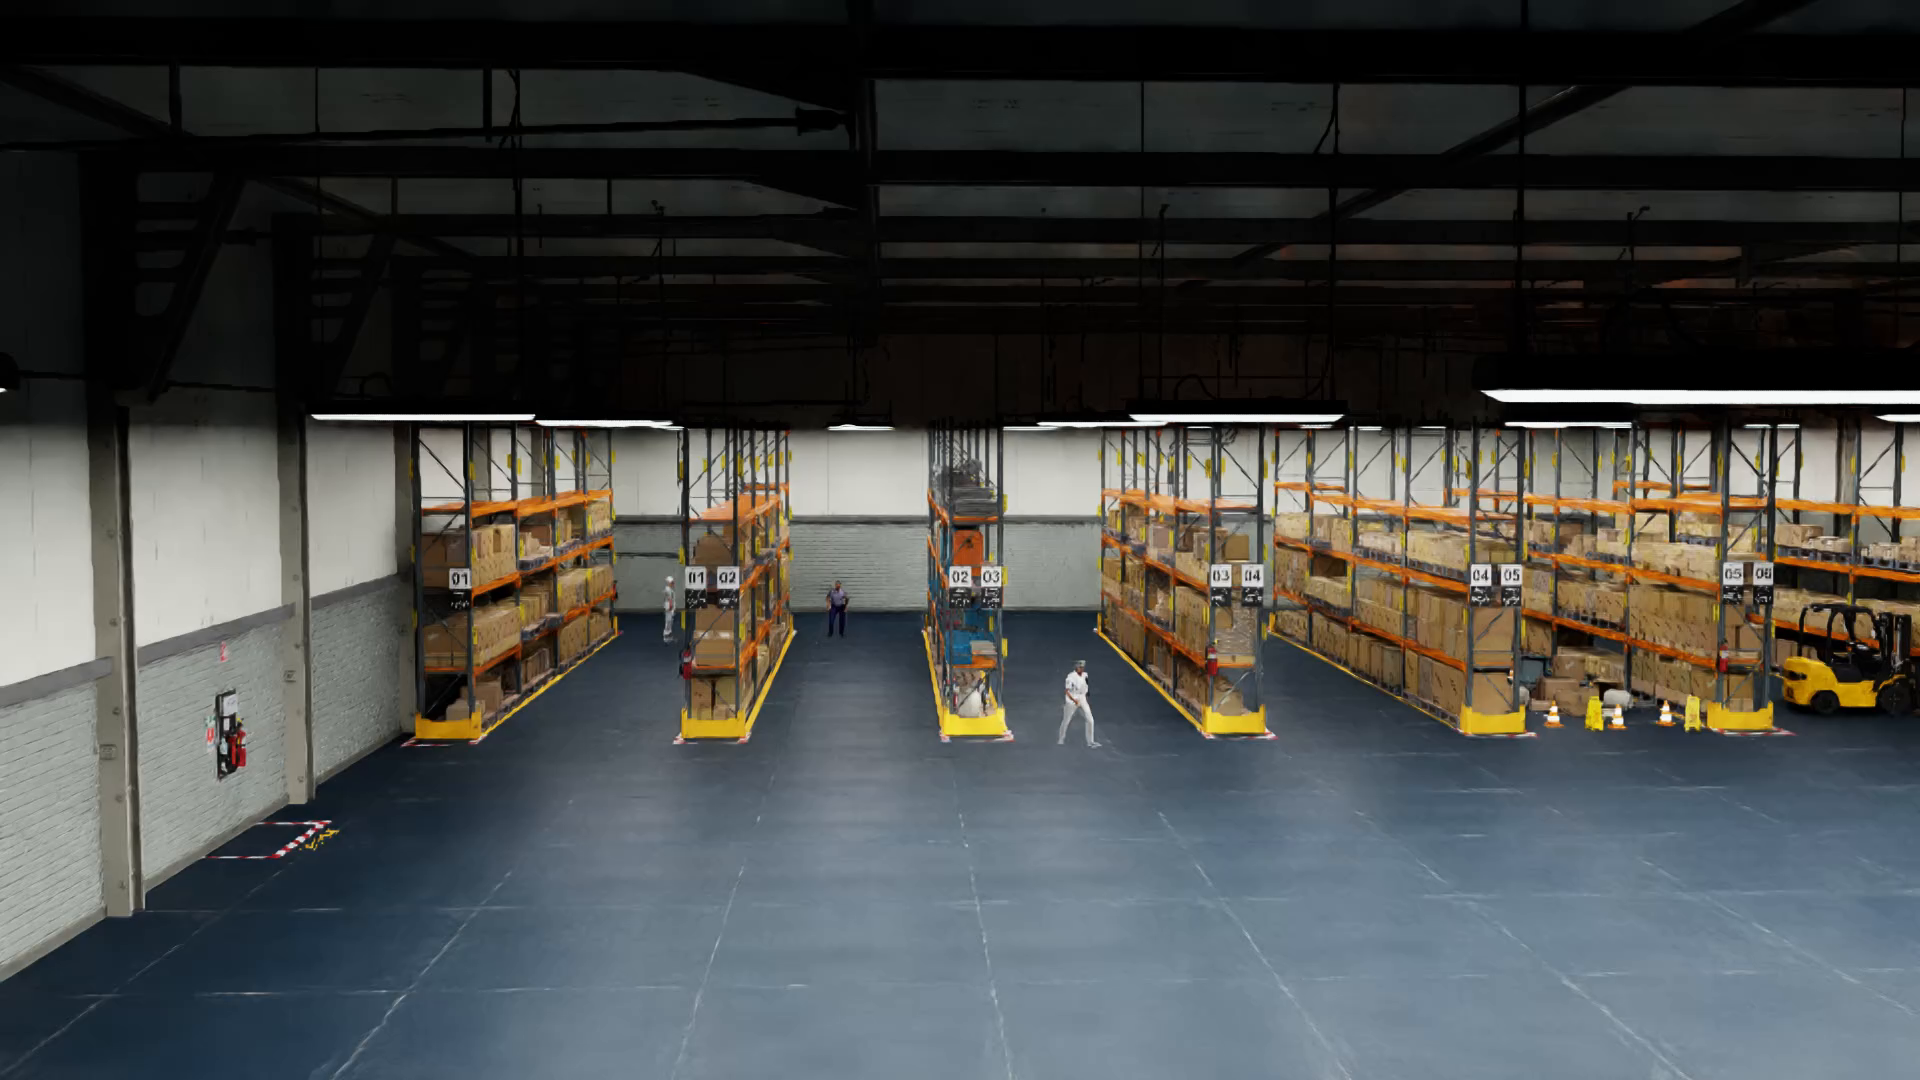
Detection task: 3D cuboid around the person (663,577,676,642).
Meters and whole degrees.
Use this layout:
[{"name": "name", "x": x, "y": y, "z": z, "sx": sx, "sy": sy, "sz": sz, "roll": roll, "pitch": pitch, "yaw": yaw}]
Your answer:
[{"name": "person", "x": -7.825, "y": 1.858, "z": 44.797, "sx": 0.367, "sy": 1.732, "sz": 0.617, "roll": -1, "pitch": 4, "yaw": -18}]

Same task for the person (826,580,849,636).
[{"name": "person", "x": -3.431, "y": 1.900, "z": 46.520, "sx": 0.625, "sy": 1.596, "sz": 0.517, "roll": 0, "pitch": 4, "yaw": -5}]

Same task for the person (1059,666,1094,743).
[{"name": "person", "x": 2.115, "y": 2.915, "z": 30.208, "sx": 0.568, "sy": 1.524, "sz": 0.812, "roll": -1, "pitch": 4, "yaw": -19}]
